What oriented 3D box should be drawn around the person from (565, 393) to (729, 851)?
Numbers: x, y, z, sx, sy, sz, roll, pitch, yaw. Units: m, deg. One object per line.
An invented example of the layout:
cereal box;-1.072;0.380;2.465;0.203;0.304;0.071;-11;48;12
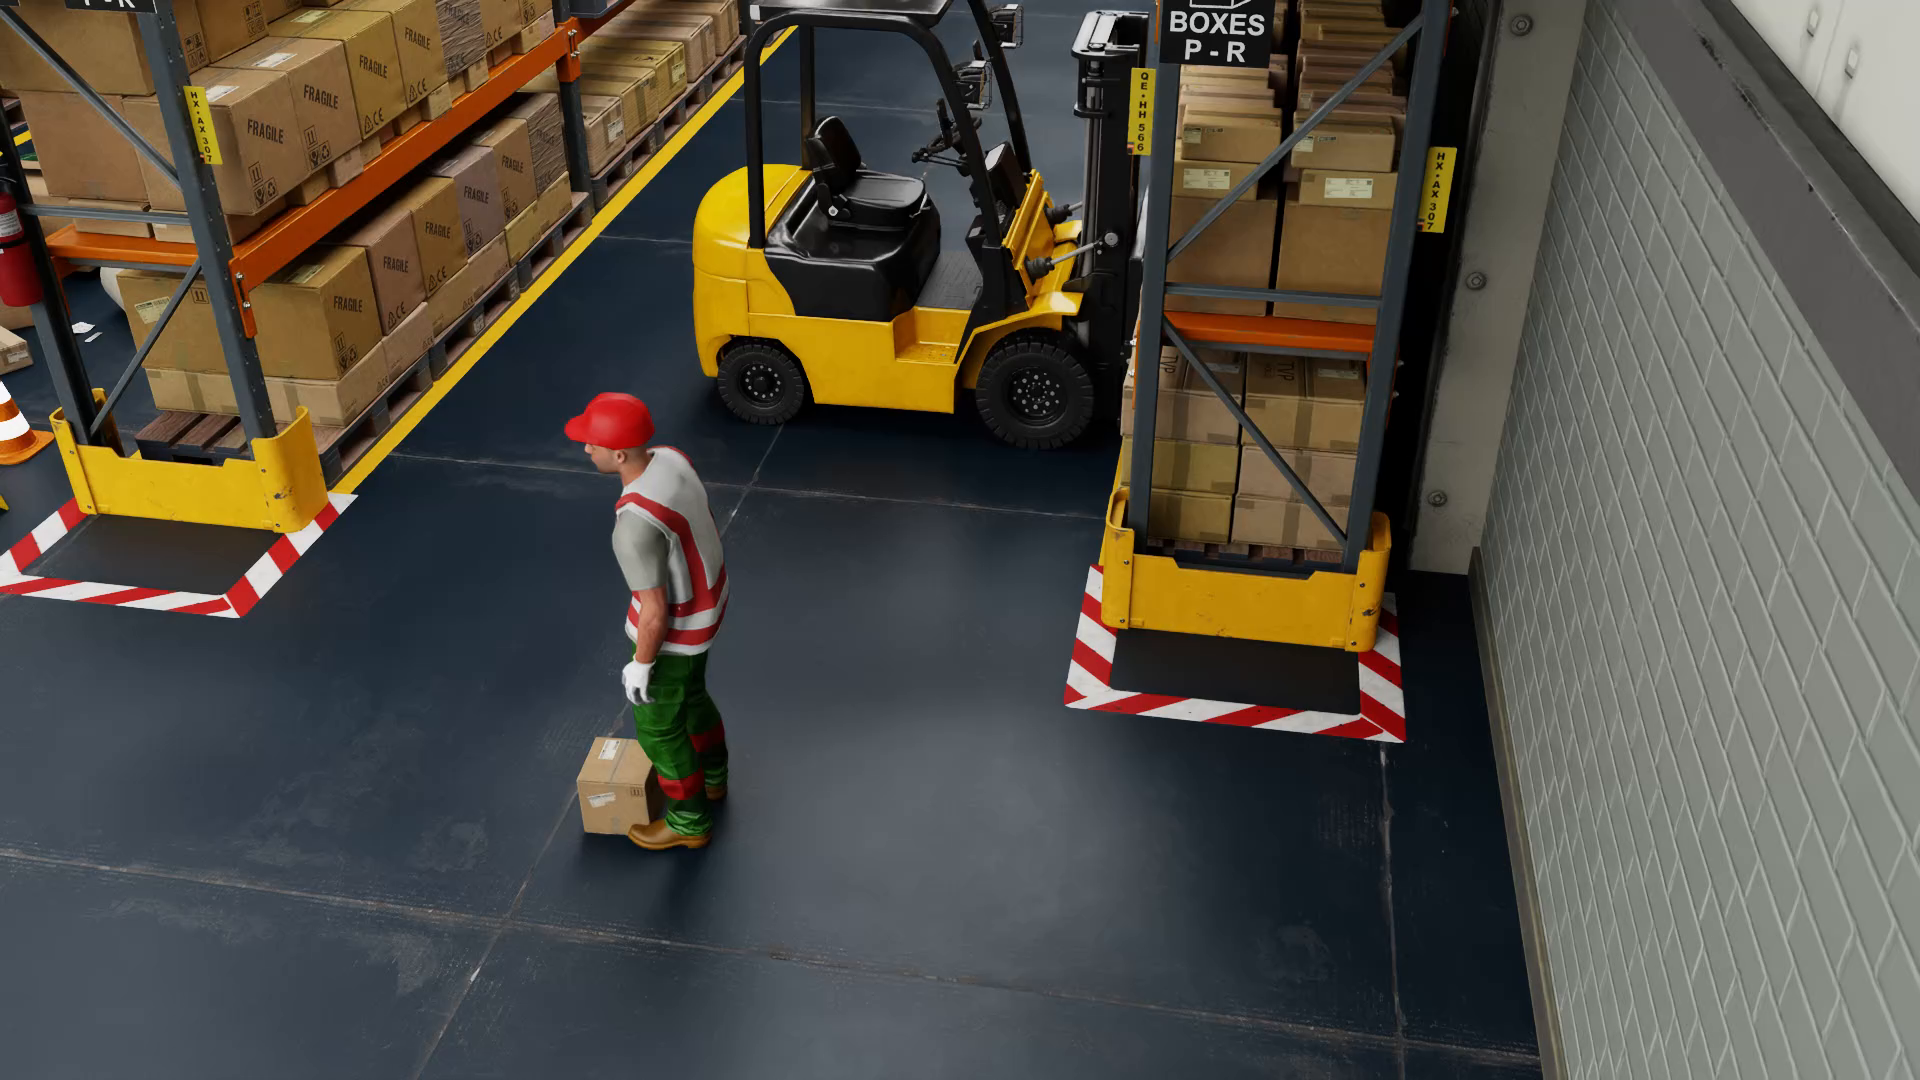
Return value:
person;-1.017;0.288;5.664;0.453;1.778;0.617;3;32;5
